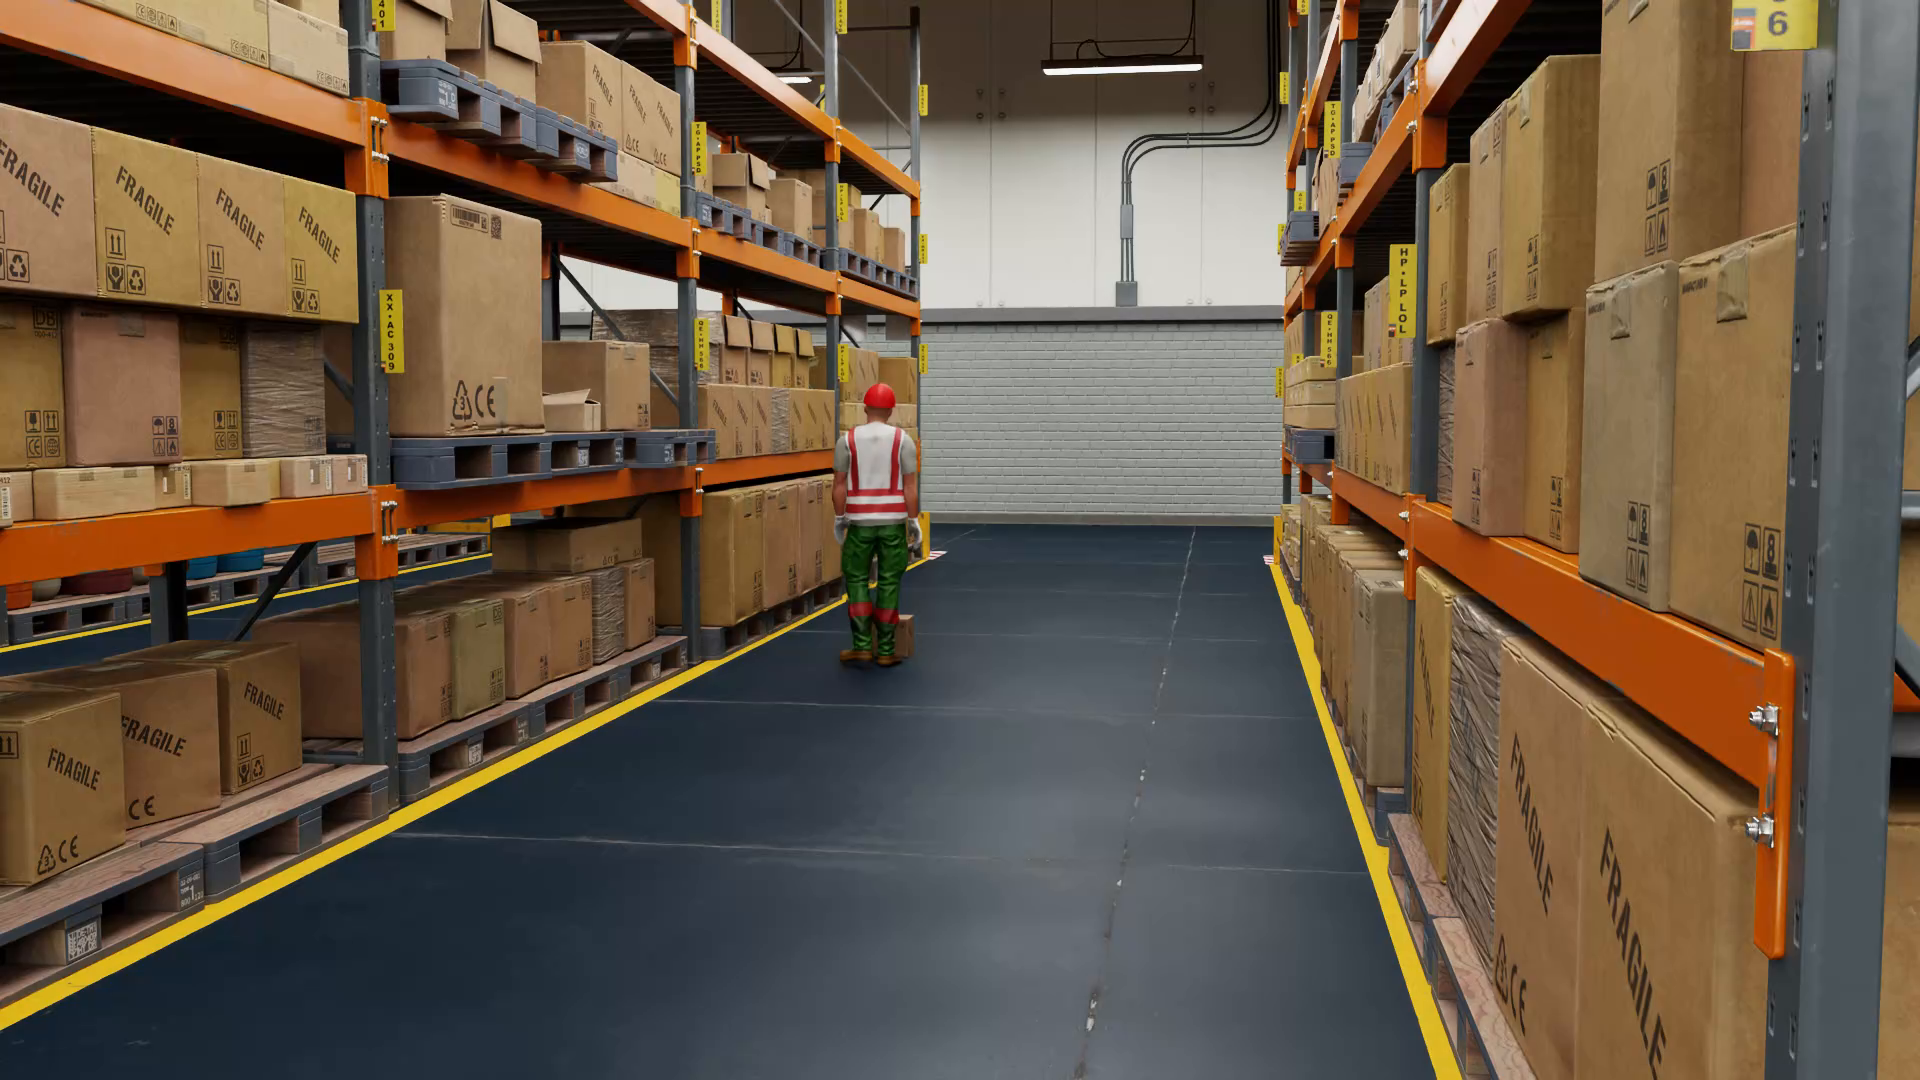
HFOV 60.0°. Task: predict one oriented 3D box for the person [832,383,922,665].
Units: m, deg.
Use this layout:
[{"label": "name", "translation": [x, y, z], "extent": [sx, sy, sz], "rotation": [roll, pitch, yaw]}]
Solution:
[{"label": "person", "translation": [-0.526, -0.104, 10.569], "extent": [0.572, 1.791, 0.386], "rotation": [0, 4, 2]}]
